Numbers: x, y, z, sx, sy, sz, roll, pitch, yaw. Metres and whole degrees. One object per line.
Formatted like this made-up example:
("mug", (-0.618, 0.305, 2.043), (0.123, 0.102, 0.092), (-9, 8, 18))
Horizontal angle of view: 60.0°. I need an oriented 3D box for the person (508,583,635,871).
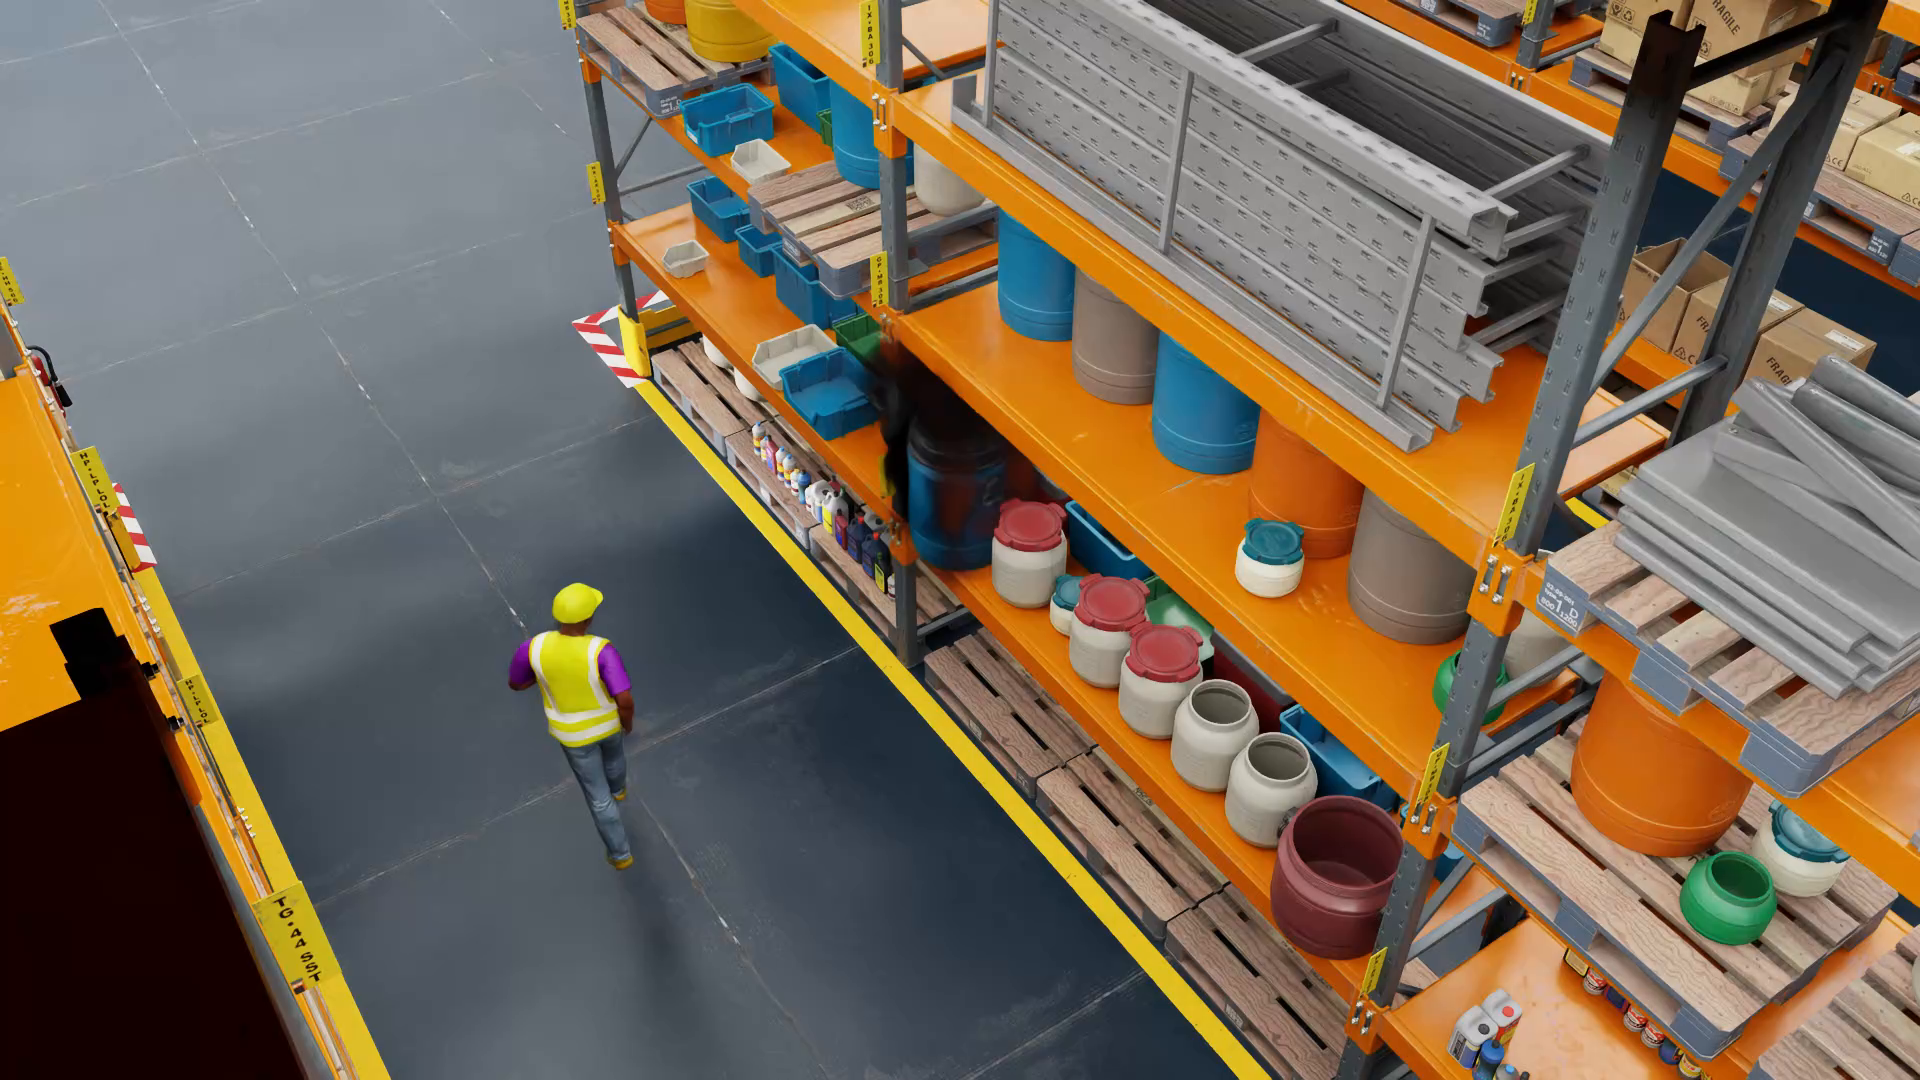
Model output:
("person", (-2.029, 1.021, 8.939), (0.565, 1.818, 0.807), (-22, 47, -22))
